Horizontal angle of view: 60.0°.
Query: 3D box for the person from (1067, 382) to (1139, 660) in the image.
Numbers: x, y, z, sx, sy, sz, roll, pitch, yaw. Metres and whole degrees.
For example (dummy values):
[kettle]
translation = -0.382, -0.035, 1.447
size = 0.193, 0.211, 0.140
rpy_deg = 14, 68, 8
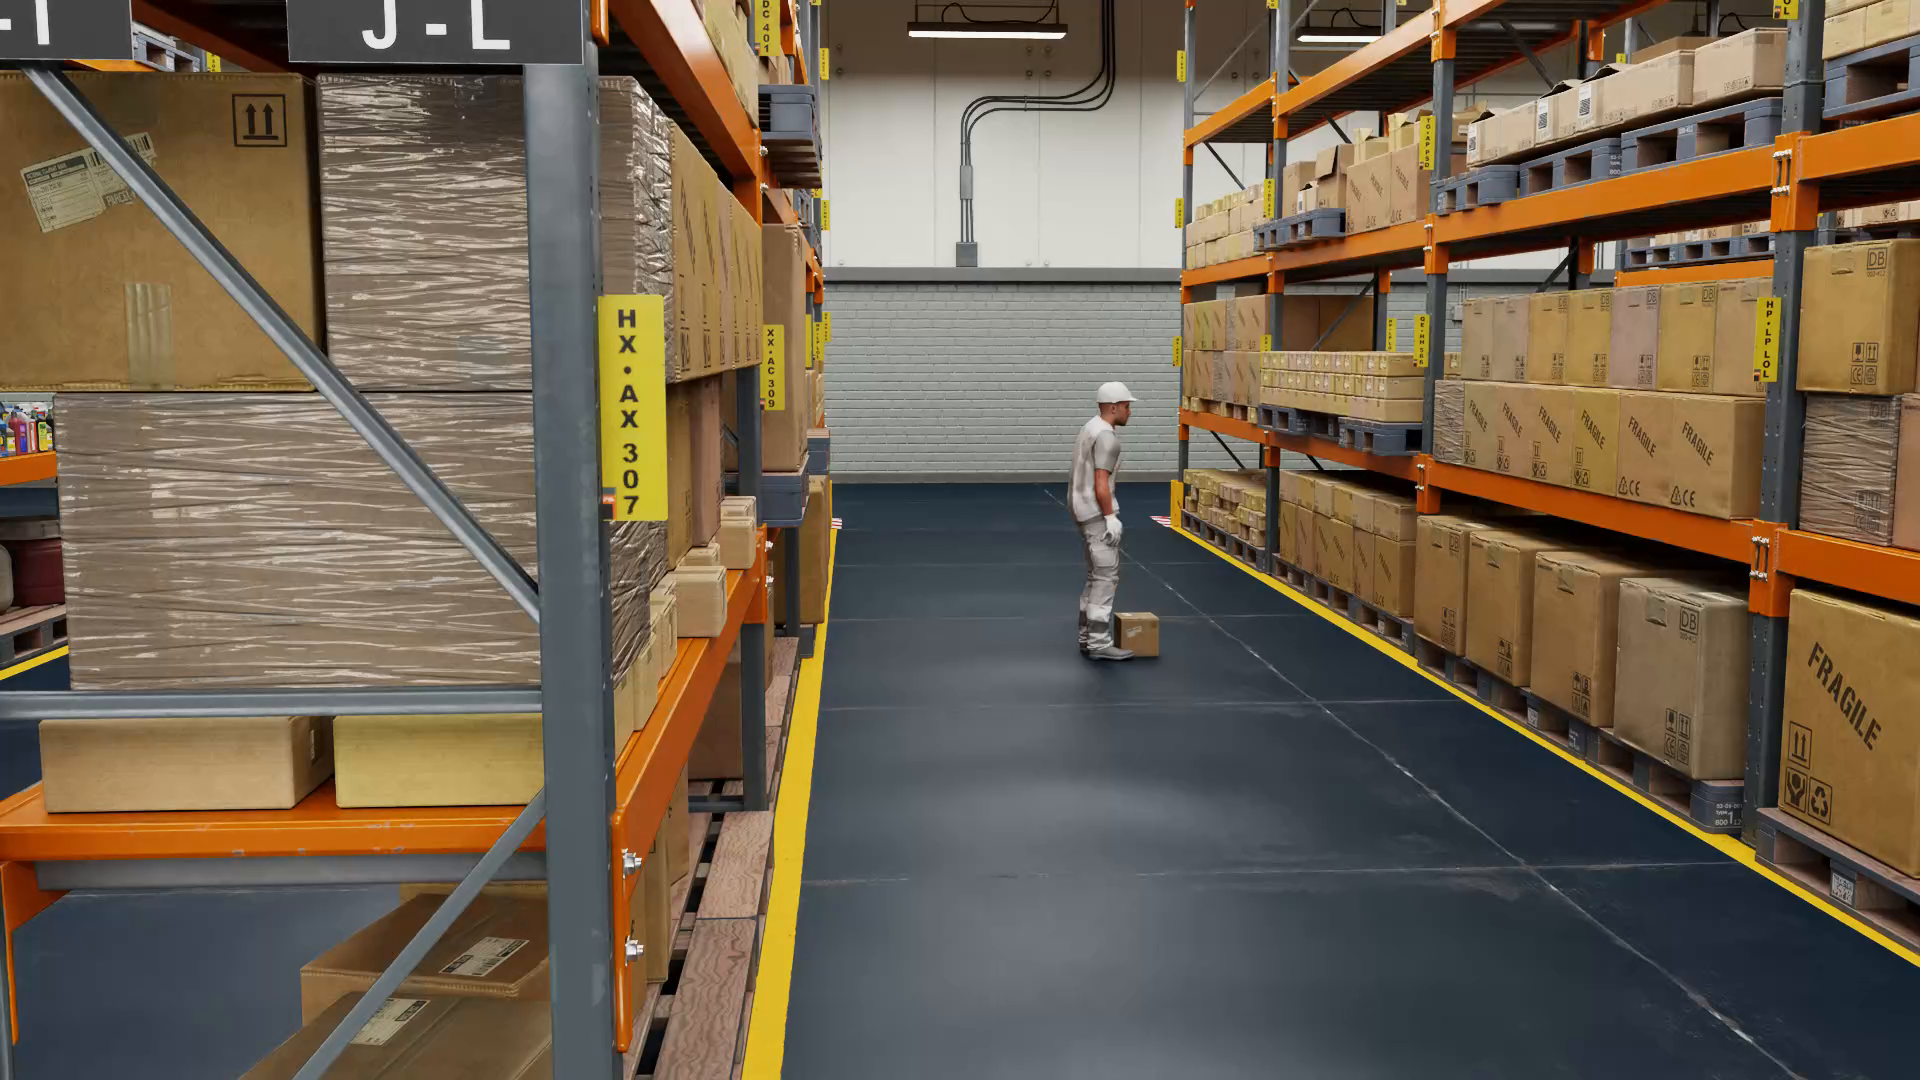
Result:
[person]
translation = 0.936, -0.134, 10.809
size = 0.455, 1.779, 0.610
rpy_deg = -1, 7, -4
